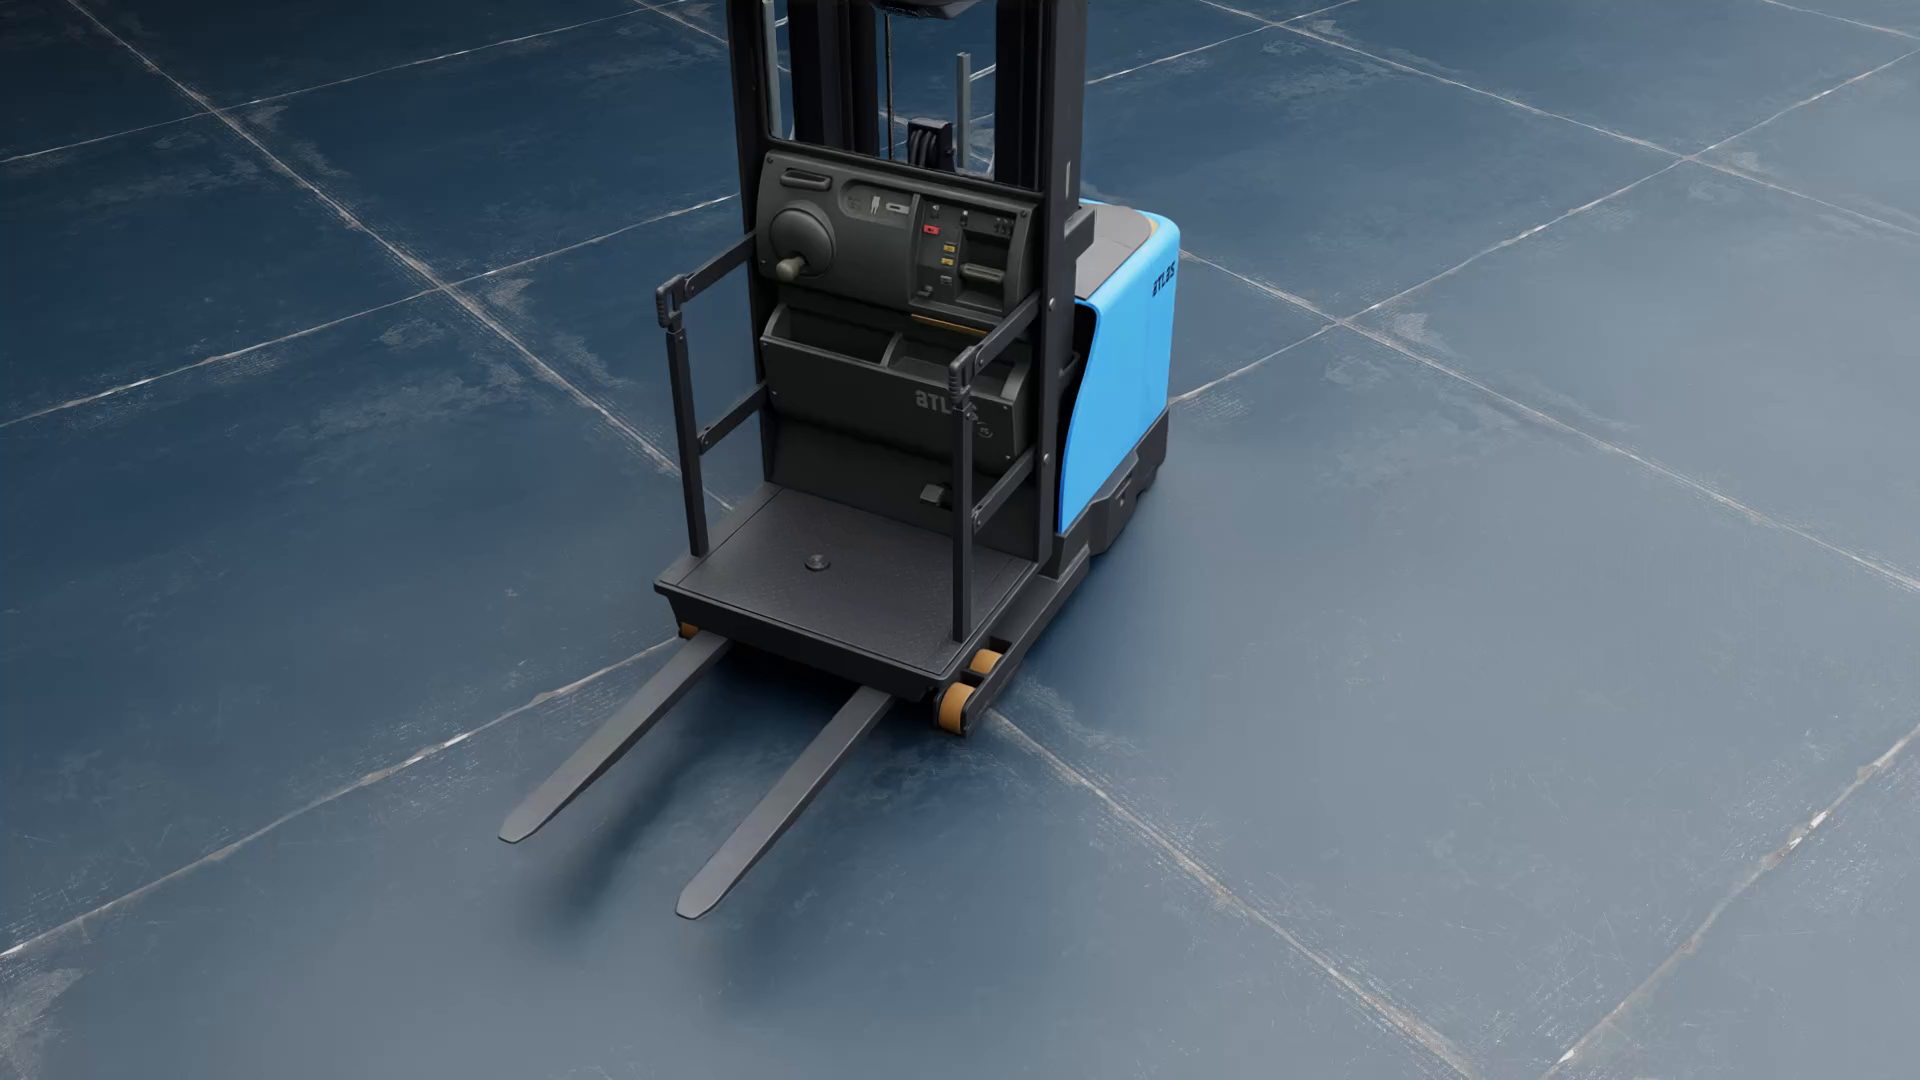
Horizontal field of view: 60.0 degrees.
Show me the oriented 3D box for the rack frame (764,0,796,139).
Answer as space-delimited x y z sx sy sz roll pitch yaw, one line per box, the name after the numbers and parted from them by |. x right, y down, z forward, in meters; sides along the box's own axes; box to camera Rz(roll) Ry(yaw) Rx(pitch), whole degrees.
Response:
-0.636 -1.678 7.322 0.032 1.500 0.500 25 42 31 | rack frame

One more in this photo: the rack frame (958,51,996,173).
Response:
0.159 -1.312 6.804 0.032 1.500 0.500 25 42 31 | rack frame

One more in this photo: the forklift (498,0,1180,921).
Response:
-0.311 -0.866 4.936 1.130 2.935 3.031 17 39 22 | forklift

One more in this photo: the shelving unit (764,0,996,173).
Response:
-0.239 -1.495 7.063 1.048 1.500 0.538 25 42 31 | shelving unit
